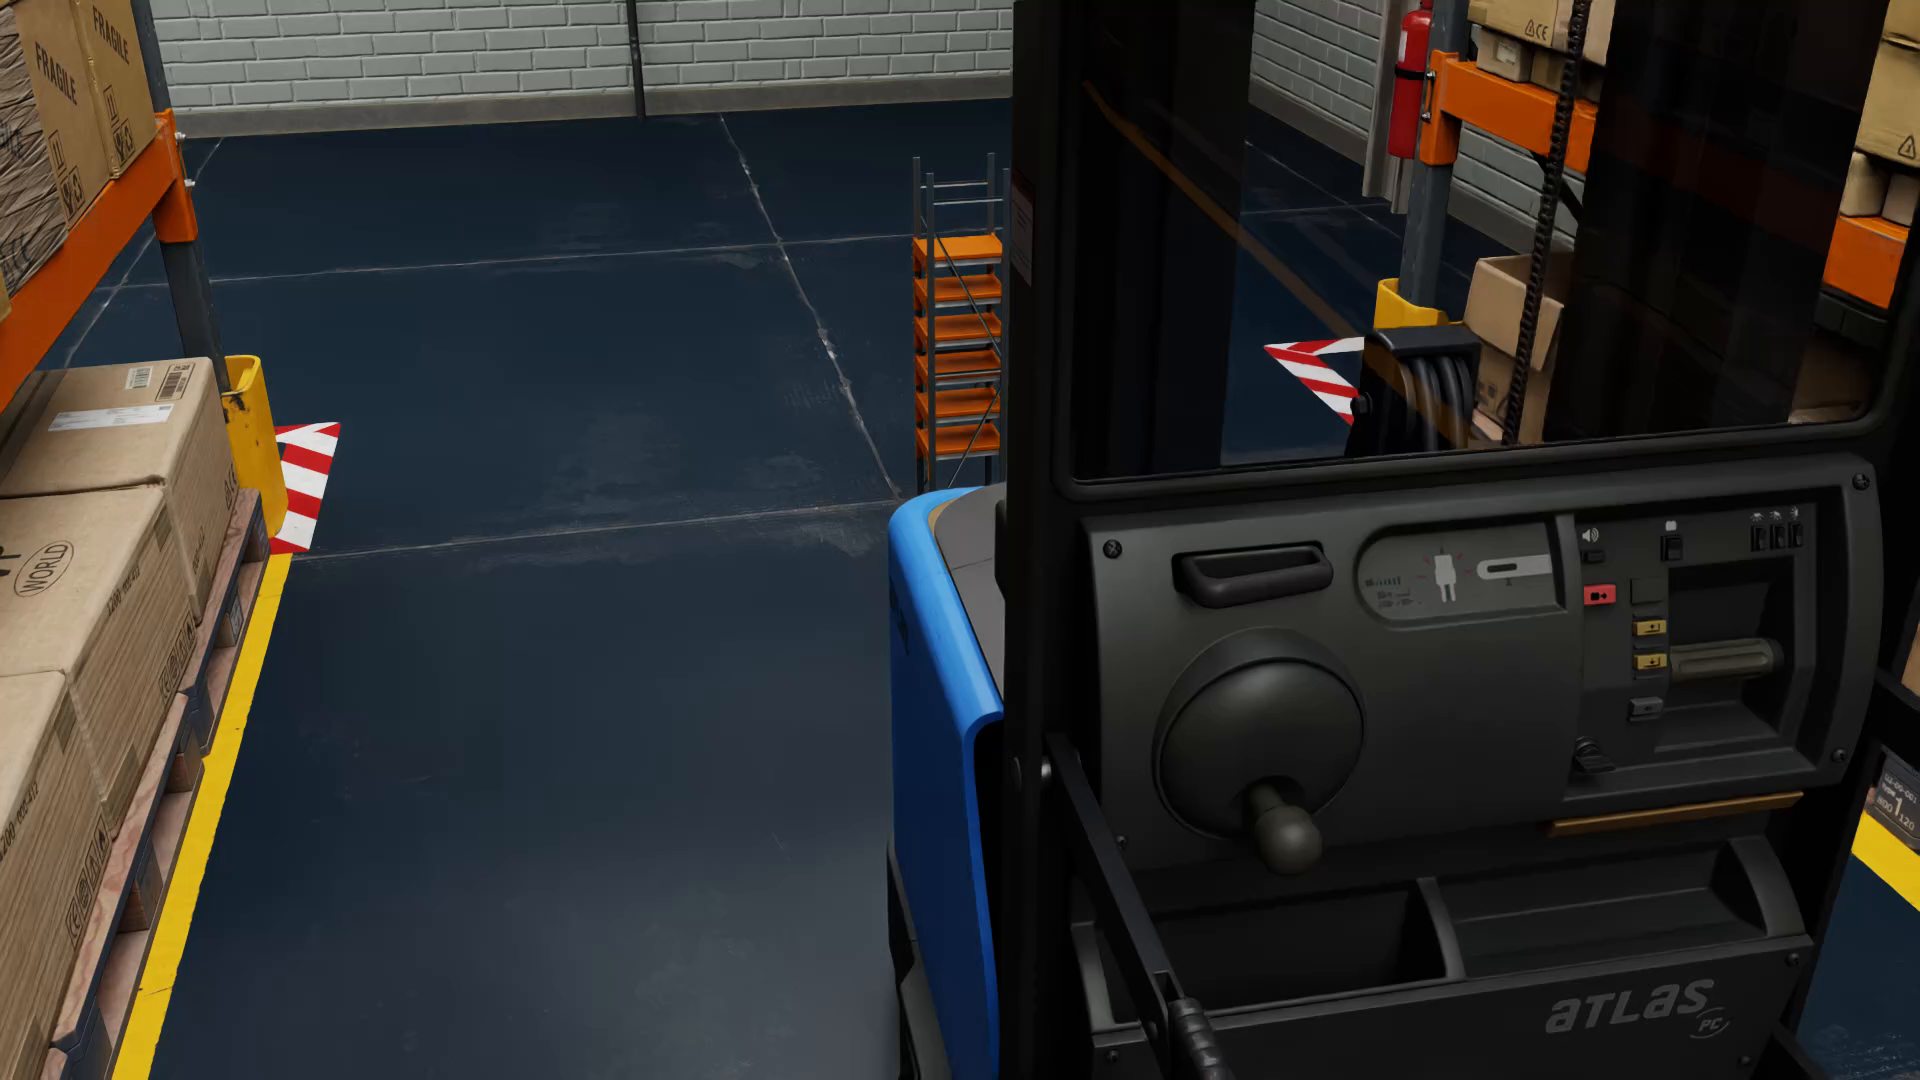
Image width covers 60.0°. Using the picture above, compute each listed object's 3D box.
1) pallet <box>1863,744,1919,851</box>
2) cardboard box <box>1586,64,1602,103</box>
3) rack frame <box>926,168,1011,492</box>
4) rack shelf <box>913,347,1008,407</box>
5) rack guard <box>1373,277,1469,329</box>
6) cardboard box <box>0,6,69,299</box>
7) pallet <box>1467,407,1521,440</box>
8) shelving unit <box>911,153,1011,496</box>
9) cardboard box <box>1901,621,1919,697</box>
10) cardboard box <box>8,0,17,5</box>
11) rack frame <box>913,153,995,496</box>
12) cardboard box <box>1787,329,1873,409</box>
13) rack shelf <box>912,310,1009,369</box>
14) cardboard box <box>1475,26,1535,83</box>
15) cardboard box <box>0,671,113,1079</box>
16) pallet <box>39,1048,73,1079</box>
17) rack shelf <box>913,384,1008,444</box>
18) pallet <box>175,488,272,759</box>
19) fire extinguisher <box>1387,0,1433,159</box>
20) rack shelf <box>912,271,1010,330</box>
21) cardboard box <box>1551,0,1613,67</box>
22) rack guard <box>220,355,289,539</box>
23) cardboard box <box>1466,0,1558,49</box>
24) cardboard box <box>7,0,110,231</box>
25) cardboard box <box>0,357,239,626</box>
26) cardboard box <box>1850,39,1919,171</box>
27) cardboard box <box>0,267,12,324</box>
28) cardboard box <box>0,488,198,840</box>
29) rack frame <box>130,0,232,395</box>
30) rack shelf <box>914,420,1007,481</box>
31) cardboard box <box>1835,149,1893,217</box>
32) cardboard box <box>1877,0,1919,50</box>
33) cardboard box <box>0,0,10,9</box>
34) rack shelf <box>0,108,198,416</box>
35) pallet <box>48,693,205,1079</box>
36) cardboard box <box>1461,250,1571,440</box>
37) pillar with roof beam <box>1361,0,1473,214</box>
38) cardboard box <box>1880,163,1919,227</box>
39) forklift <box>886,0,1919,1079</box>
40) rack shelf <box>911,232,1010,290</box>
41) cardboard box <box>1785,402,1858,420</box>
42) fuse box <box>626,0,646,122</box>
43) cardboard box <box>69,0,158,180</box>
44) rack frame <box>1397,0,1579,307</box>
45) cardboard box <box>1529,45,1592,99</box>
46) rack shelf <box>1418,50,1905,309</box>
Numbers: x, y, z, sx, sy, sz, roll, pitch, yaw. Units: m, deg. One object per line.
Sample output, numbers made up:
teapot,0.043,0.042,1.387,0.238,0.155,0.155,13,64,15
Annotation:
pallet,2.547,0.313,4.396,1.003,0.211,1.213,-6,27,-12
cardboard box,2.080,-1.347,4.868,0.380,0.149,0.250,-6,27,-12
rack frame,0.024,-0.489,4.887,0.240,1.200,0.006,-6,27,-12
rack shelf,0.003,-0.490,4.987,0.258,0.103,0.180,-6,27,-12
rack guard,2.095,-0.700,6.083,1.175,0.500,0.348,-6,27,-12
cardboard box,-2.167,-0.757,3.310,0.500,0.500,0.500,-5,27,-10
pallet,2.275,-0.221,5.455,1.003,0.211,1.213,-6,27,-12
shelving unit,0.003,-0.529,4.967,0.258,1.200,0.189,-6,27,-12
cardboard box,2.512,0.192,3.849,0.700,0.500,0.500,-7,28,-14
cardboard box,-2.271,-1.421,3.516,0.500,0.500,0.500,-6,27,-11
rack frame,-0.017,-0.569,5.047,0.240,1.200,0.006,-6,27,-12
cardboard box,2.278,-0.264,4.752,0.700,0.500,0.500,-5,27,-9
rack shelf,0.003,-0.597,4.933,0.258,0.103,0.180,-6,27,-12
cardboard box,1.884,-1.565,5.301,0.380,0.149,0.250,-6,27,-12
cardboard box,-2.095,0.689,2.934,0.875,0.438,0.875,-7,28,-13
pallet,-1.951,1.315,2.410,1.003,0.211,1.213,-6,27,-12
rack shelf,0.003,-0.382,5.041,0.258,0.103,0.180,-6,27,-12
pallet,-2.501,0.244,4.533,1.003,0.211,1.213,-6,27,-12
fire extinguisher,1.594,-1.666,5.722,0.296,0.674,0.183,-6,27,-12
rack shelf,0.003,-0.704,4.879,0.258,0.103,0.180,-6,27,-12
cardboard box,2.031,-1.468,4.665,0.500,0.250,0.500,-6,27,-11
rack guard,-2.763,-0.239,5.168,1.175,0.500,0.348,-6,27,-12
cardboard box,1.917,-1.689,5.104,0.500,0.250,0.500,-6,27,-11
cardboard box,-2.293,-0.982,3.756,0.500,0.500,0.500,-7,28,-13
cardboard box,-2.511,-0.108,4.513,0.875,0.438,0.875,-7,28,-13
cardboard box,2.285,-1.023,3.785,0.500,0.250,0.500,-7,28,-13
cardboard box,-2.038,-0.532,2.864,0.500,0.500,0.500,-5,27,-10
cardboard box,-2.297,0.293,3.718,0.875,0.438,0.875,-5,27,-10
rack frame,-2.758,-1.344,4.584,1.000,3.000,0.127,-6,27,-12
rack shelf,0.003,-0.275,5.095,0.258,0.103,0.180,-6,27,-12
cardboard box,2.205,-0.881,3.946,0.380,0.149,0.250,-5,27,-10
cardboard box,2.256,-1.365,3.630,0.500,0.500,0.500,-5,27,-10
cardboard box,-2.162,-1.204,3.085,0.500,0.500,0.500,-6,27,-12
rack shelf,-2.307,-0.145,3.007,1.077,0.370,4.000,-6,27,-12
pallet,-2.230,0.778,3.474,1.003,0.211,1.213,-6,27,-12
cardboard box,2.123,-0.645,5.503,0.797,0.503,0.637,-7,28,-14
pillar with roof beam,-1.846,-5.366,5.894,9.100,9.000,0.400,-6,27,-12
cardboard box,2.331,-0.775,3.736,0.380,0.149,0.250,-6,27,-12
forklift,0.639,0.170,1.659,1.130,2.935,3.031,-5,27,-10
rack shelf,0.003,-0.811,4.825,0.258,0.103,0.180,-6,27,-12
cardboard box,2.299,-0.022,4.272,0.500,0.500,0.500,-5,27,-11
fuse box,-1.972,-3.391,10.070,0.539,1.711,0.414,-6,27,-12
cardboard box,-2.391,-1.204,4.195,0.500,0.500,0.500,-6,27,-11
rack frame,2.077,-1.850,5.586,1.000,3.000,0.127,-6,27,-12
cardboard box,1.987,-1.458,5.089,0.380,0.149,0.250,-5,27,-10
rack shelf,2.528,-0.651,4.008,1.077,0.370,4.000,-6,27,-12
